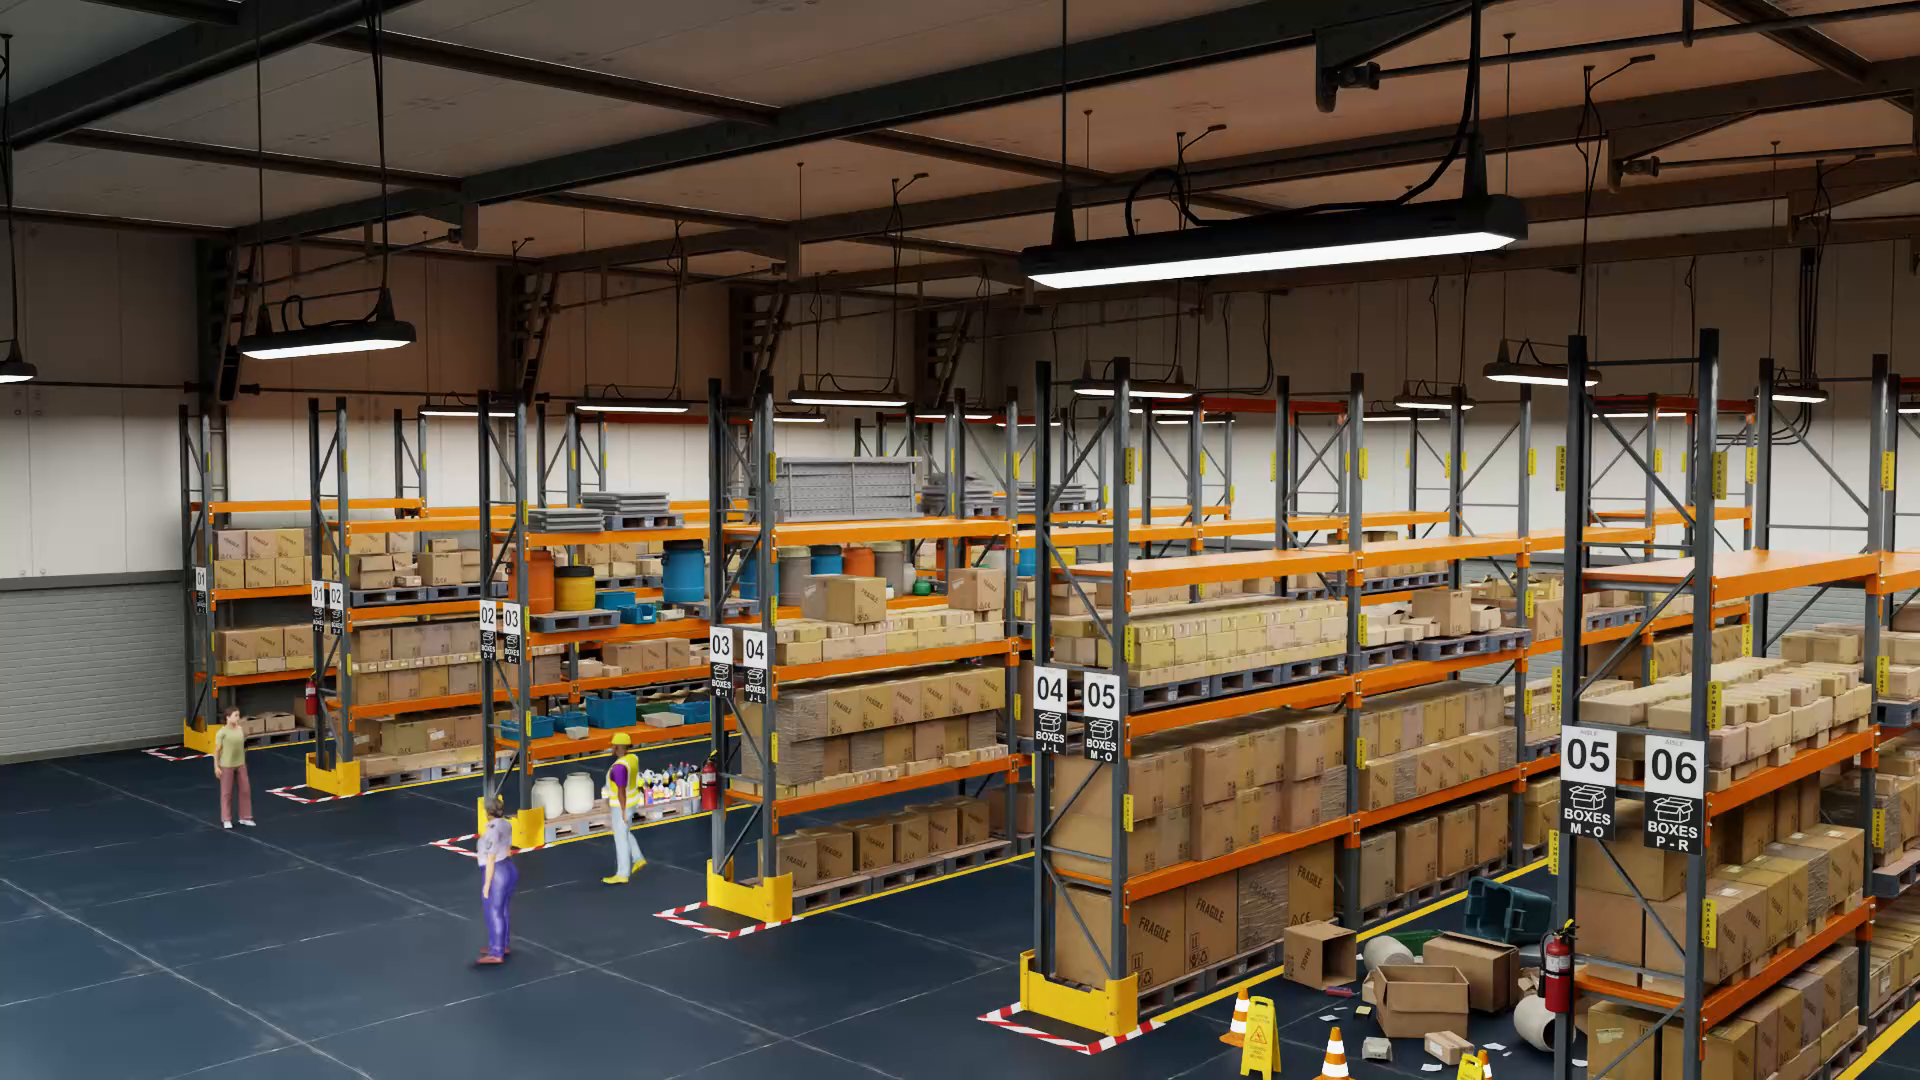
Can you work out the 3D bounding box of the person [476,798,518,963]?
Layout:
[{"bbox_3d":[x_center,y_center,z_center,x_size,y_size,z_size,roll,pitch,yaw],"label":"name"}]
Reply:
[{"bbox_3d":[-4.738,3.439,16.902,0.428,1.650,0.532,0,3,6],"label":"person"}]

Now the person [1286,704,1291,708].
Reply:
[{"bbox_3d":[4.490,3.083,23.544,0.479,1.698,0.416,-1,3,-17],"label":"person"}]

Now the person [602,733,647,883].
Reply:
[{"bbox_3d":[-4.040,3.207,20.058,0.423,1.775,0.609,0,3,6],"label":"person"}]

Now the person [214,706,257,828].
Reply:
[{"bbox_3d":[-10.020,3.149,22.913,0.381,1.716,0.527,2,4,31],"label":"person"}]
